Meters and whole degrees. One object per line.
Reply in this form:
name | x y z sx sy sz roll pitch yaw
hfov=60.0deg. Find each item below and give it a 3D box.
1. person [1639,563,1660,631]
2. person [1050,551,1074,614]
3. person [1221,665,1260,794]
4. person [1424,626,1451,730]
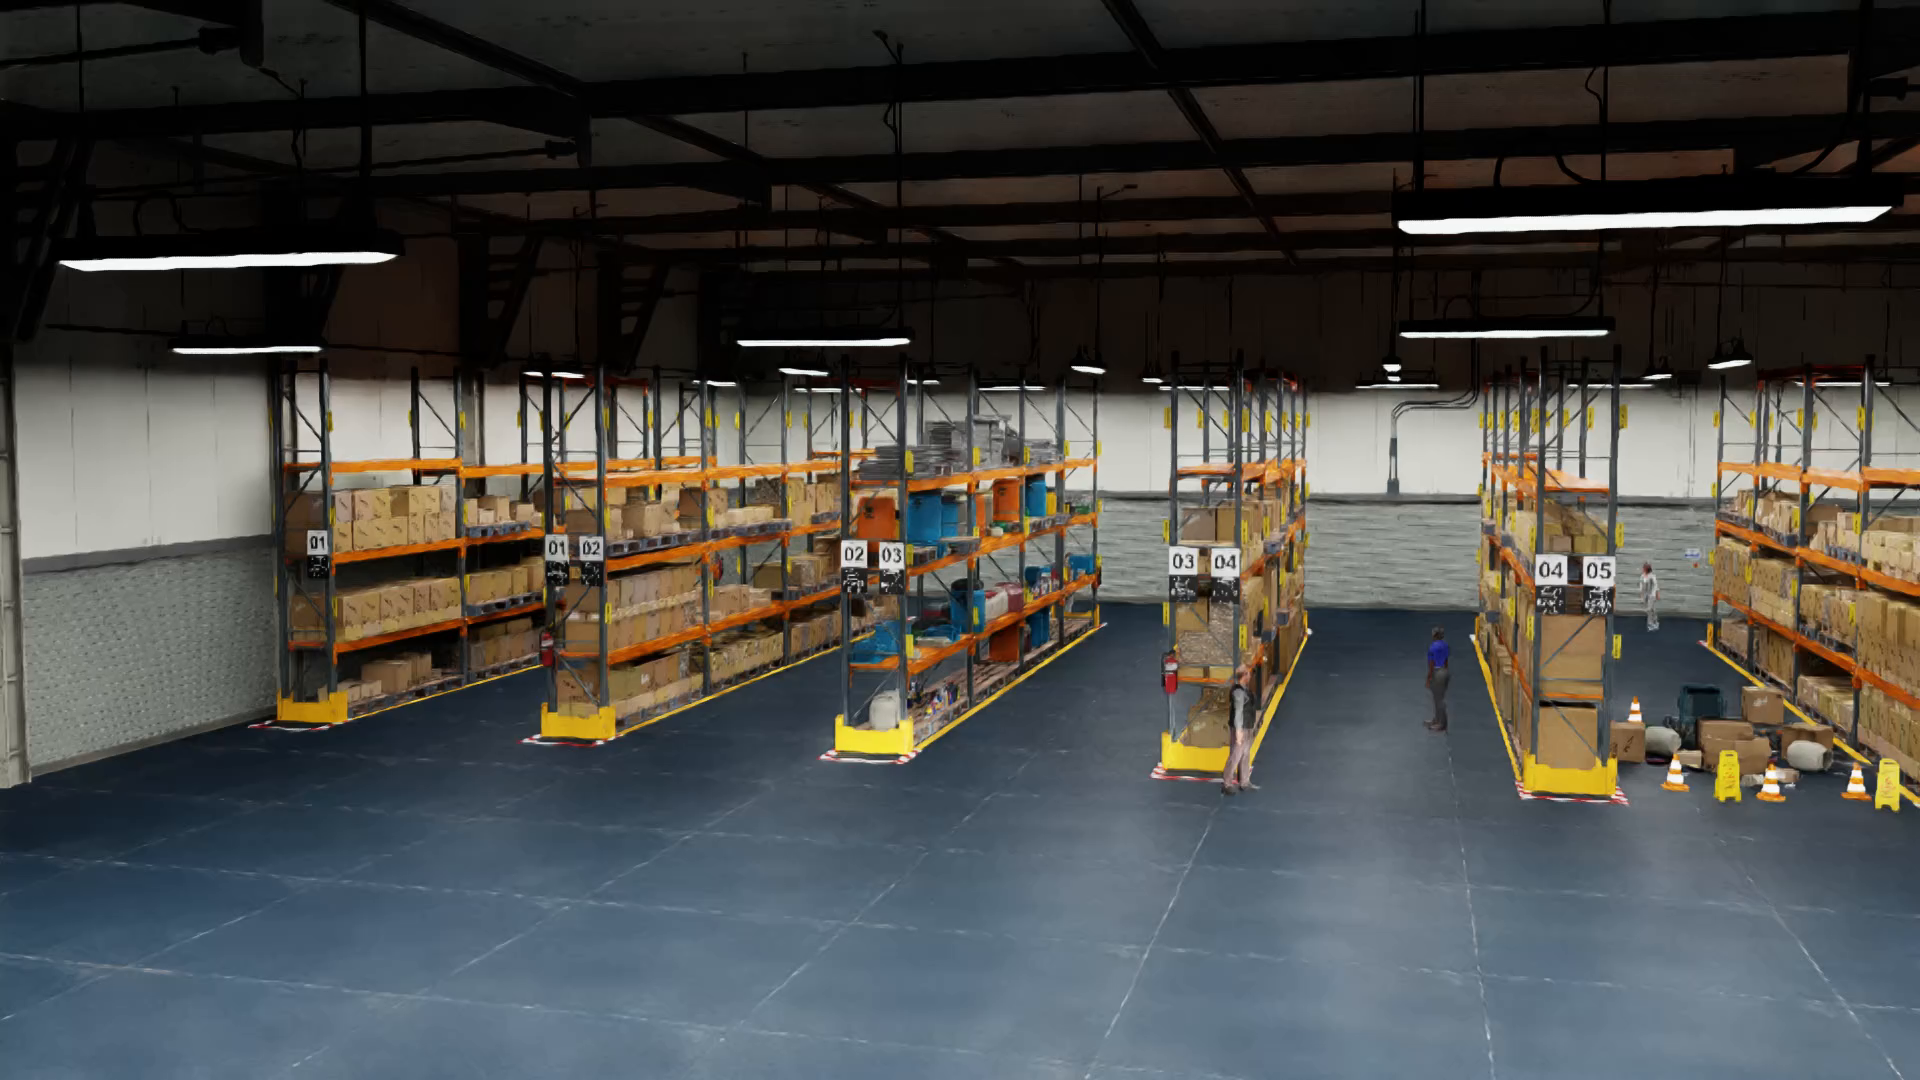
person | 16.518 1.357 39.778 0.530 1.613 0.507 -1 4 -20
person | 2.643 1.119 42.462 0.649 1.665 0.495 -2 5 -26
person | 3.780 2.533 22.372 0.499 1.719 0.709 1 4 13
person | 7.756 2.237 26.999 0.517 1.634 0.536 4 6 43
